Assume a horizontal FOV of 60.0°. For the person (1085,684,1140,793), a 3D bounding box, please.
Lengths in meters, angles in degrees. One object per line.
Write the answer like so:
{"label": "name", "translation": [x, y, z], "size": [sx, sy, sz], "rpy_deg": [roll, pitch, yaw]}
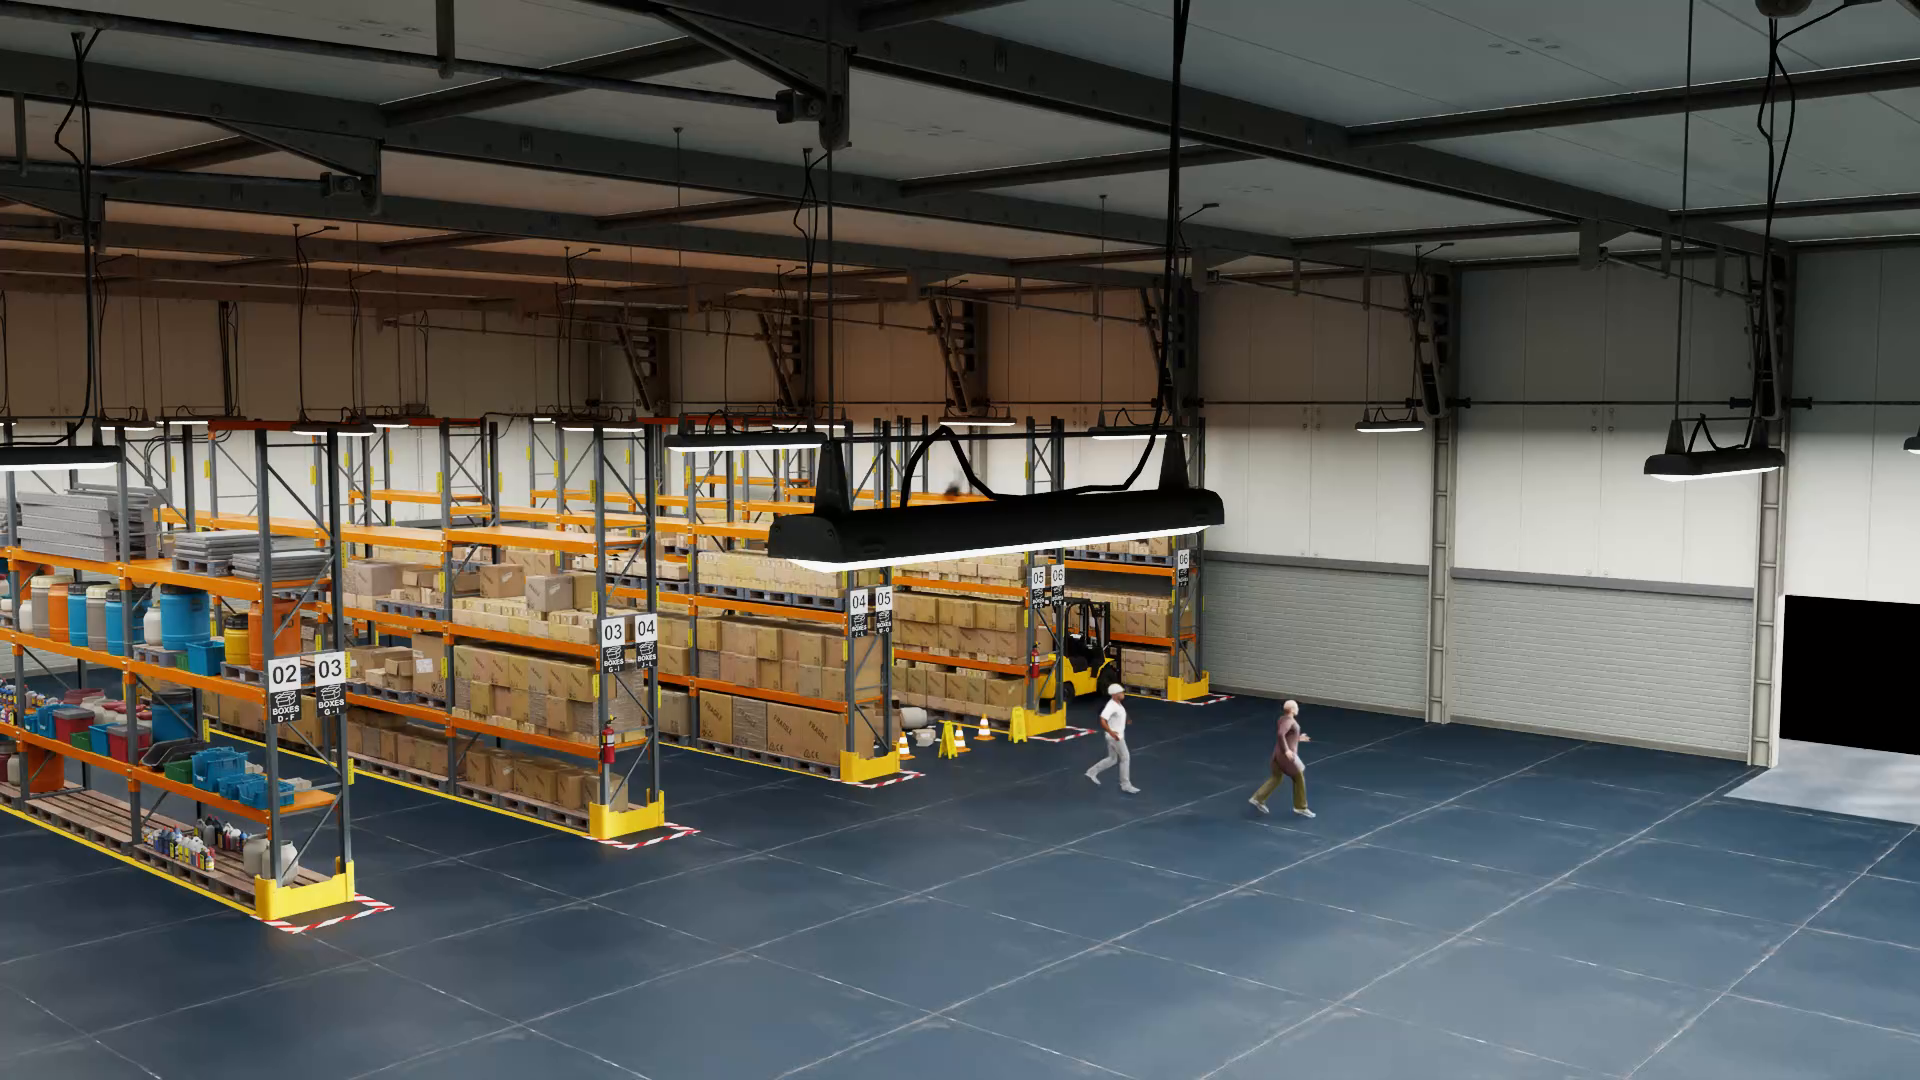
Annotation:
{"label": "person", "translation": [2.484, 3.209, 27.010], "size": [0.895, 1.774, 0.686], "rpy_deg": [0, 5, 2]}

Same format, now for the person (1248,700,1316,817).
{"label": "person", "translation": [4.915, 3.339, 25.326], "size": [1.037, 1.802, 0.650], "rpy_deg": [-1, 5, -14]}
